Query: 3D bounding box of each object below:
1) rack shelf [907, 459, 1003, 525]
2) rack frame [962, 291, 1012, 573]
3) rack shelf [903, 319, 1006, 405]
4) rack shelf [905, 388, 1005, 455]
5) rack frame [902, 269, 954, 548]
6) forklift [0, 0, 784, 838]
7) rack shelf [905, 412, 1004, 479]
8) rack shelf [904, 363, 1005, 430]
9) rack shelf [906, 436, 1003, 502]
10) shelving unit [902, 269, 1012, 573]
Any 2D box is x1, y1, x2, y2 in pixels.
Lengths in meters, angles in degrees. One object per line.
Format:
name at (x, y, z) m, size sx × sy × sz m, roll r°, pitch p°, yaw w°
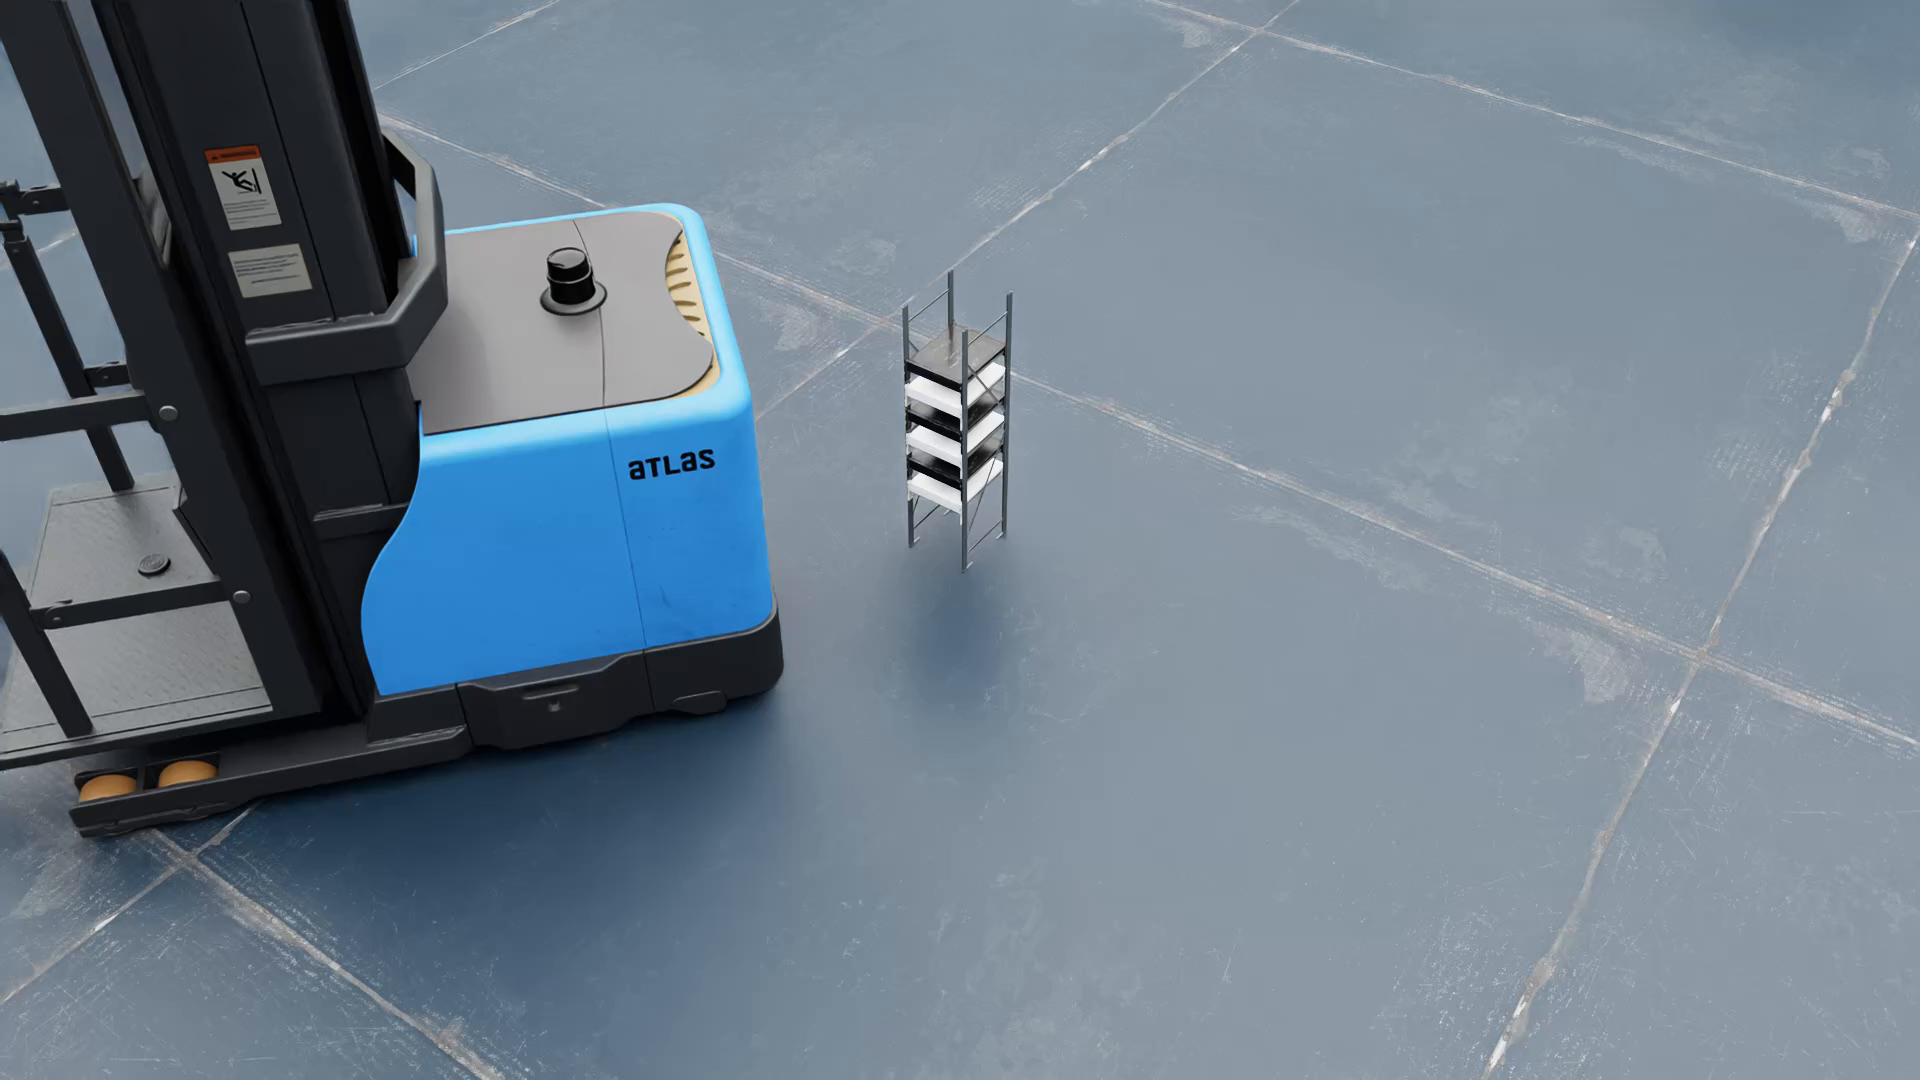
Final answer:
rack shelf at (-0.007, -0.179, 5.096) m, size 0.200 × 0.077 × 0.258 m, roll 25°, pitch 48°, yaw 25°
rack frame at (0.077, -0.300, 4.910) m, size 0.006 × 0.900 × 0.240 m, roll 25°, pitch 48°, yaw 25°
rack shelf at (-0.007, -0.515, 4.796) m, size 0.200 × 0.077 × 0.258 m, roll 25°, pitch 48°, yaw 25°
rack shelf at (-0.007, -0.381, 4.916) m, size 0.200 × 0.077 × 0.258 m, roll 25°, pitch 48°, yaw 25°
rack frame at (-0.090, -0.377, 4.997) m, size 0.006 × 0.900 × 0.240 m, roll 25°, pitch 48°, yaw 25°
forklift at (-2.077, -0.707, 3.842) m, size 3.031 × 2.935 × 1.130 m, roll -10°, pitch 43°, yaw -11°
rack shelf at (-0.007, -0.314, 4.976) m, size 0.200 × 0.077 × 0.258 m, roll 25°, pitch 48°, yaw 25°
rack shelf at (-0.007, -0.448, 4.856) m, size 0.200 × 0.077 × 0.258 m, roll 25°, pitch 48°, yaw 25°
rack shelf at (-0.007, -0.247, 5.036) m, size 0.200 × 0.077 × 0.258 m, roll 25°, pitch 48°, yaw 25°
shelving unit at (-0.007, -0.338, 4.953) m, size 0.210 × 0.900 × 0.258 m, roll 25°, pitch 48°, yaw 25°
